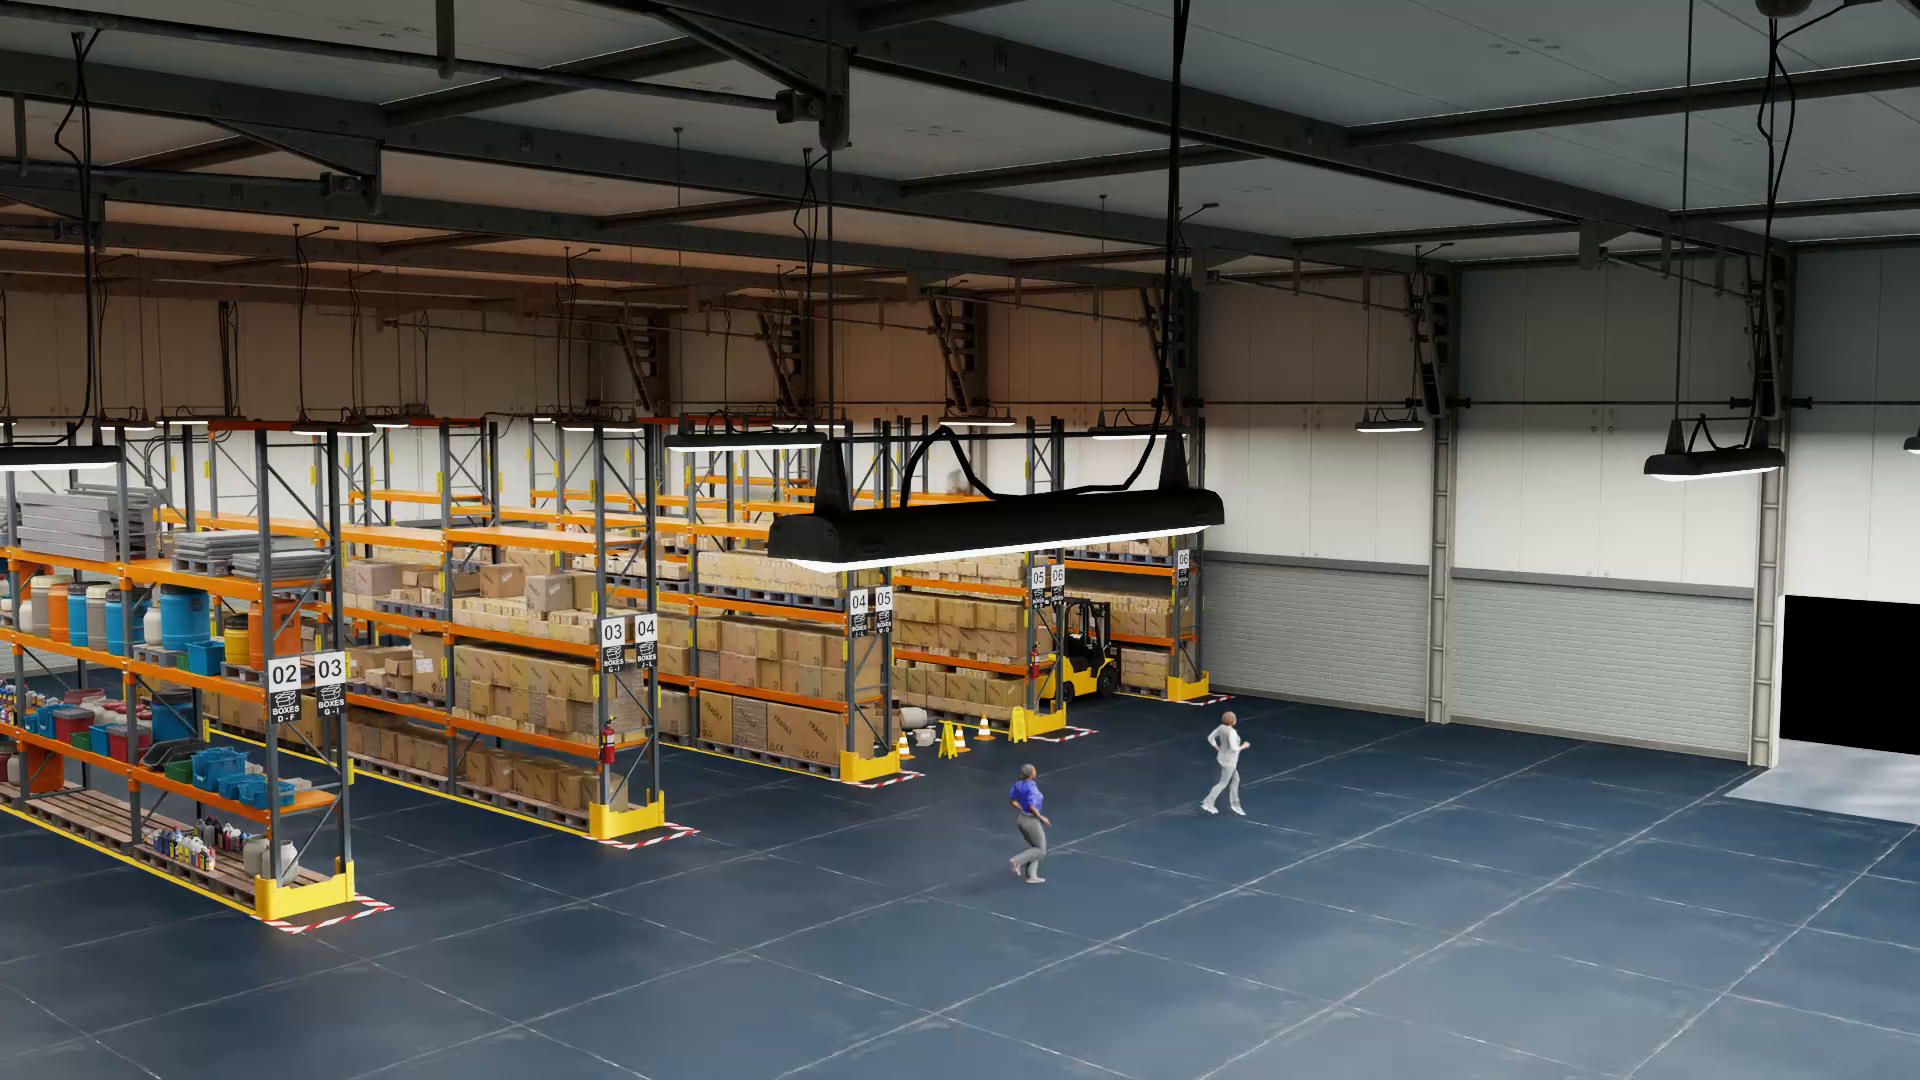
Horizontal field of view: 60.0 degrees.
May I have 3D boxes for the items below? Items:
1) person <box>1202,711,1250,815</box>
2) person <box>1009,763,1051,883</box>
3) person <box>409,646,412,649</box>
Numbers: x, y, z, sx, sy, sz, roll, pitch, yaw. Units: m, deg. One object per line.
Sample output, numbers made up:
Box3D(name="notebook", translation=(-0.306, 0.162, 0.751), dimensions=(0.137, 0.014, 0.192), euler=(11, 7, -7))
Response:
Box3D(name="person", translation=(4.045, 3.425, 25.343), dimensions=(0.751, 1.645, 0.522), euler=(-1, 5, -12))
Box3D(name="person", translation=(0.859, 3.725, 21.778), dimensions=(0.589, 1.615, 0.575), euler=(-3, 5, -30))
Box3D(name="person", translation=(-11.083, 2.723, 33.749), dimensions=(0.754, 1.634, 0.597), euler=(3, 5, 30))
